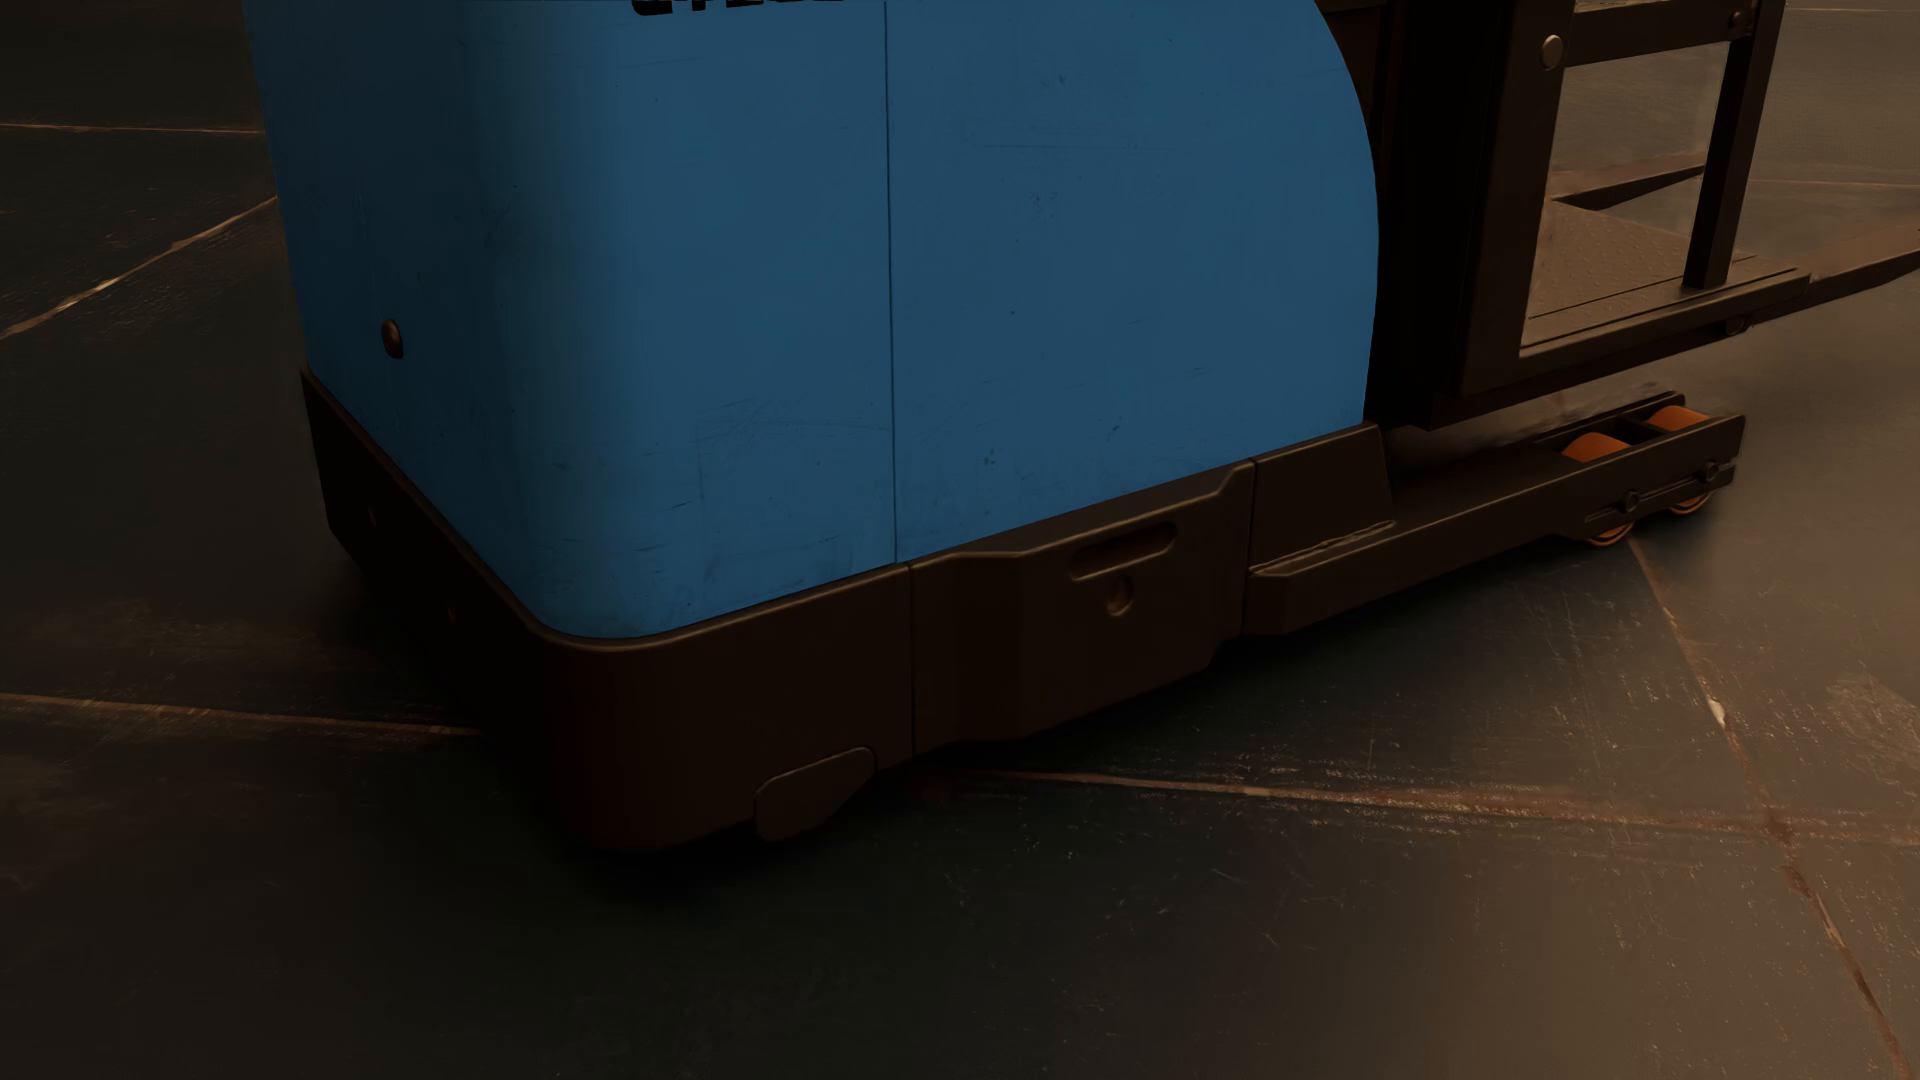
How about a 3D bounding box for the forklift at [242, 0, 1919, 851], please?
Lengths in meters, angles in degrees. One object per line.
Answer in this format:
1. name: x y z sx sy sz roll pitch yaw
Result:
1. forklift: 0.598 -1.481 2.185 3.031 2.935 1.130 -17 31 -30
